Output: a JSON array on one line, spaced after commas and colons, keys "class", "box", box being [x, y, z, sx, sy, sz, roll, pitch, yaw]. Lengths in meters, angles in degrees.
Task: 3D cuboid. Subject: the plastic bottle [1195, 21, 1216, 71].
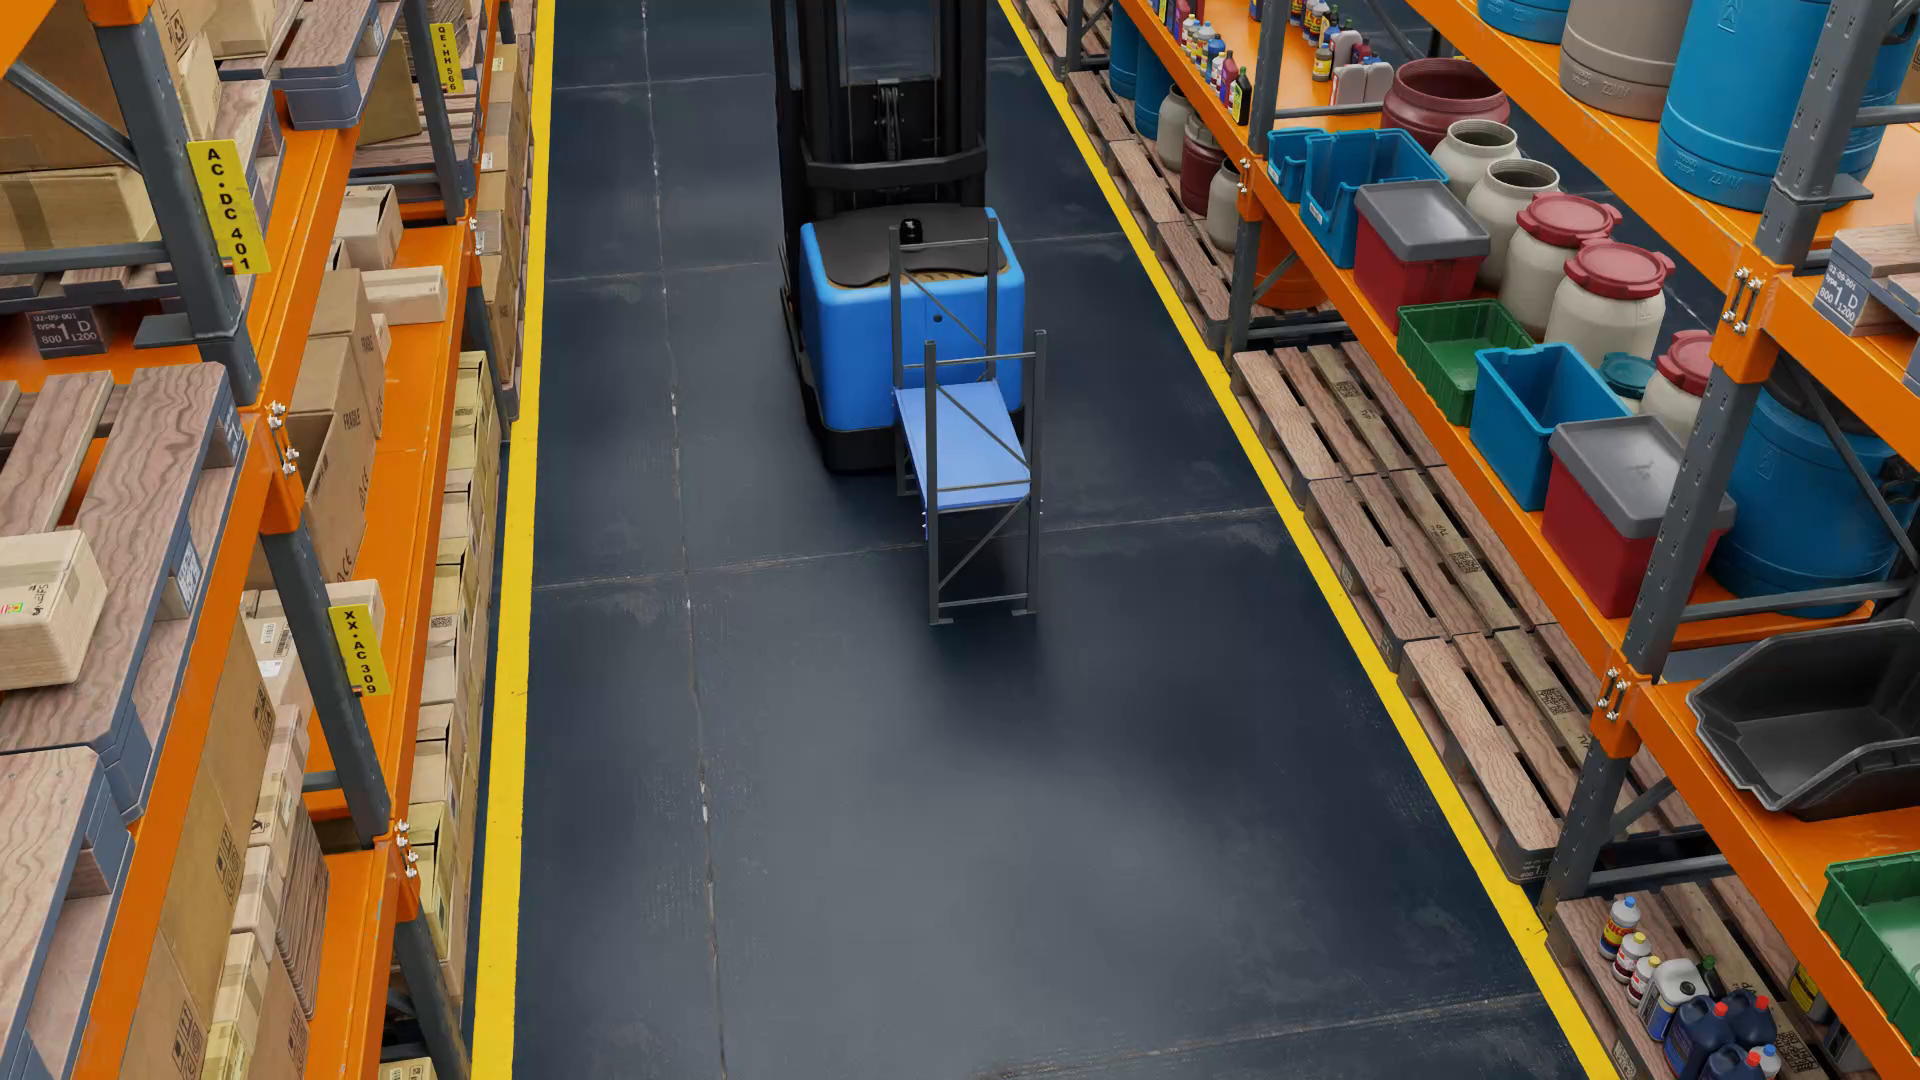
[{"class": "plastic bottle", "box": [1.391, -2.802, 9.416, 0.097, 0.271, 0.097, 0, 38, 0]}]

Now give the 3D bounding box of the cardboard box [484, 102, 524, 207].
[{"class": "cardboard box", "box": [-3.051, -2.410, 10.486, 0.500, 0.500, 0.500, -6, 38, -7]}]

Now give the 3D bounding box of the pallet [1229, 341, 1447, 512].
[{"class": "pallet", "box": [2.090, -0.635, 8.795, 1.003, 0.211, 1.213, -6, 38, -8]}]

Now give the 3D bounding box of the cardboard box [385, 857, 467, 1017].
[{"class": "cardboard box", "box": [-2.010, 1.388, 5.817, 0.500, 0.250, 0.500, -7, 38, -9]}]

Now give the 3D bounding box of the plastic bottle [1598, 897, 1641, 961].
[{"class": "plastic bottle", "box": [2.318, 1.351, 5.831, 0.097, 0.271, 0.097, 0, 38, 0]}]

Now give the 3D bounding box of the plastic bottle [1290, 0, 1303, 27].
[{"class": "plastic bottle", "box": [2.039, -3.224, 9.959, 0.097, 0.271, 0.097, 0, 38, 0]}]

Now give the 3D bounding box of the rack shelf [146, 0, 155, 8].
[{"class": "rack shelf", "box": [-2.534, -2.396, 4.812, 1.077, 0.370, 4.000, -6, 38, -8]}]

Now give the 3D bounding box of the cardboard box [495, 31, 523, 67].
[{"class": "cardboard box", "box": [-3.446, -3.482, 12.020, 0.500, 0.311, 0.500, -6, 38, -8]}]

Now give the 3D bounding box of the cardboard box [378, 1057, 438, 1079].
[{"class": "cardboard box", "box": [-1.887, 1.915, 5.139, 0.500, 0.250, 0.500, -6, 38, -8]}]

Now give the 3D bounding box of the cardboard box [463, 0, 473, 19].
[{"class": "cardboard box", "box": [-3.215, -3.238, 9.449, 0.700, 0.500, 0.500, -16, 41, -19]}]

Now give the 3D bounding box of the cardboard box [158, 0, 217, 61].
[{"class": "cardboard box", "box": [-2.375, -1.567, 4.446, 0.500, 0.500, 0.500, -3, 38, -4]}]

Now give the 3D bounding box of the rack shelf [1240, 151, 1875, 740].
[{"class": "rack shelf", "box": [2.343, -0.716, 7.213, 1.077, 0.370, 4.000, -6, 38, -8]}]

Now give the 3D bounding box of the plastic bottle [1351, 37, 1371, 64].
[{"class": "plastic bottle", "box": [2.222, -2.661, 9.226, 0.061, 0.283, 0.133, -6, 38, -8]}]

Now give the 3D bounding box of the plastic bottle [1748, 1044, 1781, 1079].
[{"class": "plastic bottle", "box": [2.571, 1.719, 5.358, 0.097, 0.271, 0.097, 0, 38, 0]}]

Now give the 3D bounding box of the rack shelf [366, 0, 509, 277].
[{"class": "rack shelf", "box": [-3.235, -2.601, 9.640, 1.077, 0.370, 4.000, -6, 38, -8]}]

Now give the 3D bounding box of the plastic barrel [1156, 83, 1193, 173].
[{"class": "plastic barrel", "box": [1.505, -2.699, 10.864, 0.421, 0.512, 0.421, 0, 38, 0]}]

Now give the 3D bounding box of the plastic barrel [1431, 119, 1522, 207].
[{"class": "plastic barrel", "box": [2.383, -1.654, 7.742, 0.421, 0.512, 0.421, 0, 38, 0]}]

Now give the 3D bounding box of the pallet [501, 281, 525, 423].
[{"class": "pallet", "box": [-2.978, -1.031, 9.305, 1.003, 0.211, 1.213, -6, 38, -8]}]

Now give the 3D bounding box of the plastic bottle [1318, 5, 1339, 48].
[{"class": "plastic bottle", "box": [2.135, -2.963, 9.614, 0.061, 0.283, 0.133, -6, 38, -8]}]

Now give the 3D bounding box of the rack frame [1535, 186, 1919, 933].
[{"class": "rack frame", "box": [2.694, 0.208, 5.437, 1.000, 3.000, 0.127, -6, 38, -8]}]

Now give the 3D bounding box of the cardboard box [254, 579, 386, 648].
[{"class": "cardboard box", "box": [-2.137, 0.281, 5.548, 0.380, 0.149, 0.250, -6, 38, -8]}]

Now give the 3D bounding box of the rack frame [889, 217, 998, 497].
[{"class": "rack frame", "box": [-0.074, -0.848, 8.019, 0.500, 1.500, 0.032, -6, 38, -8]}]

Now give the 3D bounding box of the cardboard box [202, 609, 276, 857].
[{"class": "cardboard box", "box": [-2.099, 0.454, 3.981, 0.700, 0.500, 0.500, -6, 38, -8]}]

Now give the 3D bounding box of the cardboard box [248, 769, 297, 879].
[{"class": "cardboard box", "box": [-1.883, 0.734, 4.150, 0.380, 0.149, 0.250, -7, 38, -9]}]

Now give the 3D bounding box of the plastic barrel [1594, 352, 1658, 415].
[{"class": "plastic barrel", "box": [2.613, -0.553, 6.530, 0.301, 0.262, 0.301, 0, 38, 0]}]

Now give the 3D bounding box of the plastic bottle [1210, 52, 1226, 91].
[{"class": "plastic bottle", "box": [1.442, -2.598, 9.211, 0.097, 0.201, 0.097, 0, 38, 0]}]

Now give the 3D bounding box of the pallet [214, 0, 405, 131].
[{"class": "pallet", "box": [-2.479, -1.712, 5.617, 1.003, 0.211, 1.213, -5, 38, -6]}]

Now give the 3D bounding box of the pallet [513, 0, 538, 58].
[{"class": "pallet", "box": [-3.923, -4.145, 13.314, 1.003, 0.211, 1.213, -6, 38, -8]}]

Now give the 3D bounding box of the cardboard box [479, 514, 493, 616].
[{"class": "cardboard box", "box": [-2.373, 0.149, 7.412, 0.500, 0.250, 0.500, -5, 38, -7]}]

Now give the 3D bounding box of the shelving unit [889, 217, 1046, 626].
[{"class": "shelving unit", "box": [0.015, -0.541, 7.623, 0.538, 1.500, 1.048, -6, 38, -8]}]

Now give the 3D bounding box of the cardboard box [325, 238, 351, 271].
[{"class": "cardboard box", "box": [-2.918, -1.081, 7.169, 0.500, 0.311, 0.500, -7, 38, -8]}]

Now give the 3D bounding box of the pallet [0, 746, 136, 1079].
[{"class": "pallet", "box": [-1.798, 0.837, 2.255, 1.003, 0.211, 1.213, -6, 38, -8]}]

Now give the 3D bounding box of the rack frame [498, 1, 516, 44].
[{"class": "rack frame", "box": [-3.586, -4.093, 10.974, 1.000, 3.000, 0.127, -6, 38, -8]}]

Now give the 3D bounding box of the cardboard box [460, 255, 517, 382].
[{"class": "cardboard box", "box": [-2.683, -1.170, 8.889, 0.500, 0.500, 0.500, -5, 38, -6]}]

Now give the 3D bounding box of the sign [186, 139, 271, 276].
[{"class": "sign", "box": [-1.637, -0.742, 3.729, 0.100, 0.325, 0.005, -6, 38, -8]}]

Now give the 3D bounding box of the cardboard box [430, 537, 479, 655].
[{"class": "cardboard box", "box": [-2.281, 0.232, 6.848, 0.500, 0.311, 0.500, -5, 38, -7]}]

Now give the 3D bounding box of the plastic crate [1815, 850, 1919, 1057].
[{"class": "plastic crate", "box": [2.654, 1.142, 4.408, 0.450, 0.188, 0.662, -6, 38, -8]}]

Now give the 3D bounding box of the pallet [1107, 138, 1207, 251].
[{"class": "pallet", "box": [1.603, -2.314, 10.956, 1.003, 0.211, 1.213, -6, 38, -8]}]

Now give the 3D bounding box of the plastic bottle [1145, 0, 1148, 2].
[{"class": "plastic bottle", "box": [1.194, -3.480, 10.290, 0.097, 0.271, 0.097, 0, 38, 0]}]

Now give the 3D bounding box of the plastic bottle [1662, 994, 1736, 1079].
[{"class": "plastic bottle", "box": [2.427, 1.613, 5.430, 0.144, 0.351, 0.185, -5, 38, -7]}]

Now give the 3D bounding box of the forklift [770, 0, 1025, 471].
[{"class": "forklift", "box": [-0.454, -2.417, 8.871, 1.130, 2.935, 3.031, -7, 38, -9]}]

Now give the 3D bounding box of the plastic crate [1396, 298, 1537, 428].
[{"class": "plastic crate", "box": [2.111, -0.730, 6.817, 0.450, 0.188, 0.662, -6, 38, -8]}]

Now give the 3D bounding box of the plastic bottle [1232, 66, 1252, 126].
[{"class": "plastic bottle", "box": [1.502, -2.360, 8.838, 0.061, 0.283, 0.133, -6, 38, -8]}]

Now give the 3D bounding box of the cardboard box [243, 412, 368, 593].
[{"class": "cardboard box", "box": [-2.394, -0.085, 5.732, 0.500, 0.500, 0.500, -4, 38, -5]}]

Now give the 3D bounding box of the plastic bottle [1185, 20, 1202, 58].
[{"class": "plastic bottle", "box": [1.357, -2.892, 9.589, 0.097, 0.201, 0.097, 0, 38, 0]}]

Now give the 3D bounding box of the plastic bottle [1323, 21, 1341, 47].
[{"class": "plastic bottle", "box": [2.101, -2.799, 9.413, 0.097, 0.271, 0.097, 0, 38, 0]}]

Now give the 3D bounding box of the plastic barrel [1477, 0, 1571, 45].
[{"class": "plastic barrel", "box": [2.162, -2.248, 5.745, 0.600, 0.901, 0.708, -6, 38, -8]}]
